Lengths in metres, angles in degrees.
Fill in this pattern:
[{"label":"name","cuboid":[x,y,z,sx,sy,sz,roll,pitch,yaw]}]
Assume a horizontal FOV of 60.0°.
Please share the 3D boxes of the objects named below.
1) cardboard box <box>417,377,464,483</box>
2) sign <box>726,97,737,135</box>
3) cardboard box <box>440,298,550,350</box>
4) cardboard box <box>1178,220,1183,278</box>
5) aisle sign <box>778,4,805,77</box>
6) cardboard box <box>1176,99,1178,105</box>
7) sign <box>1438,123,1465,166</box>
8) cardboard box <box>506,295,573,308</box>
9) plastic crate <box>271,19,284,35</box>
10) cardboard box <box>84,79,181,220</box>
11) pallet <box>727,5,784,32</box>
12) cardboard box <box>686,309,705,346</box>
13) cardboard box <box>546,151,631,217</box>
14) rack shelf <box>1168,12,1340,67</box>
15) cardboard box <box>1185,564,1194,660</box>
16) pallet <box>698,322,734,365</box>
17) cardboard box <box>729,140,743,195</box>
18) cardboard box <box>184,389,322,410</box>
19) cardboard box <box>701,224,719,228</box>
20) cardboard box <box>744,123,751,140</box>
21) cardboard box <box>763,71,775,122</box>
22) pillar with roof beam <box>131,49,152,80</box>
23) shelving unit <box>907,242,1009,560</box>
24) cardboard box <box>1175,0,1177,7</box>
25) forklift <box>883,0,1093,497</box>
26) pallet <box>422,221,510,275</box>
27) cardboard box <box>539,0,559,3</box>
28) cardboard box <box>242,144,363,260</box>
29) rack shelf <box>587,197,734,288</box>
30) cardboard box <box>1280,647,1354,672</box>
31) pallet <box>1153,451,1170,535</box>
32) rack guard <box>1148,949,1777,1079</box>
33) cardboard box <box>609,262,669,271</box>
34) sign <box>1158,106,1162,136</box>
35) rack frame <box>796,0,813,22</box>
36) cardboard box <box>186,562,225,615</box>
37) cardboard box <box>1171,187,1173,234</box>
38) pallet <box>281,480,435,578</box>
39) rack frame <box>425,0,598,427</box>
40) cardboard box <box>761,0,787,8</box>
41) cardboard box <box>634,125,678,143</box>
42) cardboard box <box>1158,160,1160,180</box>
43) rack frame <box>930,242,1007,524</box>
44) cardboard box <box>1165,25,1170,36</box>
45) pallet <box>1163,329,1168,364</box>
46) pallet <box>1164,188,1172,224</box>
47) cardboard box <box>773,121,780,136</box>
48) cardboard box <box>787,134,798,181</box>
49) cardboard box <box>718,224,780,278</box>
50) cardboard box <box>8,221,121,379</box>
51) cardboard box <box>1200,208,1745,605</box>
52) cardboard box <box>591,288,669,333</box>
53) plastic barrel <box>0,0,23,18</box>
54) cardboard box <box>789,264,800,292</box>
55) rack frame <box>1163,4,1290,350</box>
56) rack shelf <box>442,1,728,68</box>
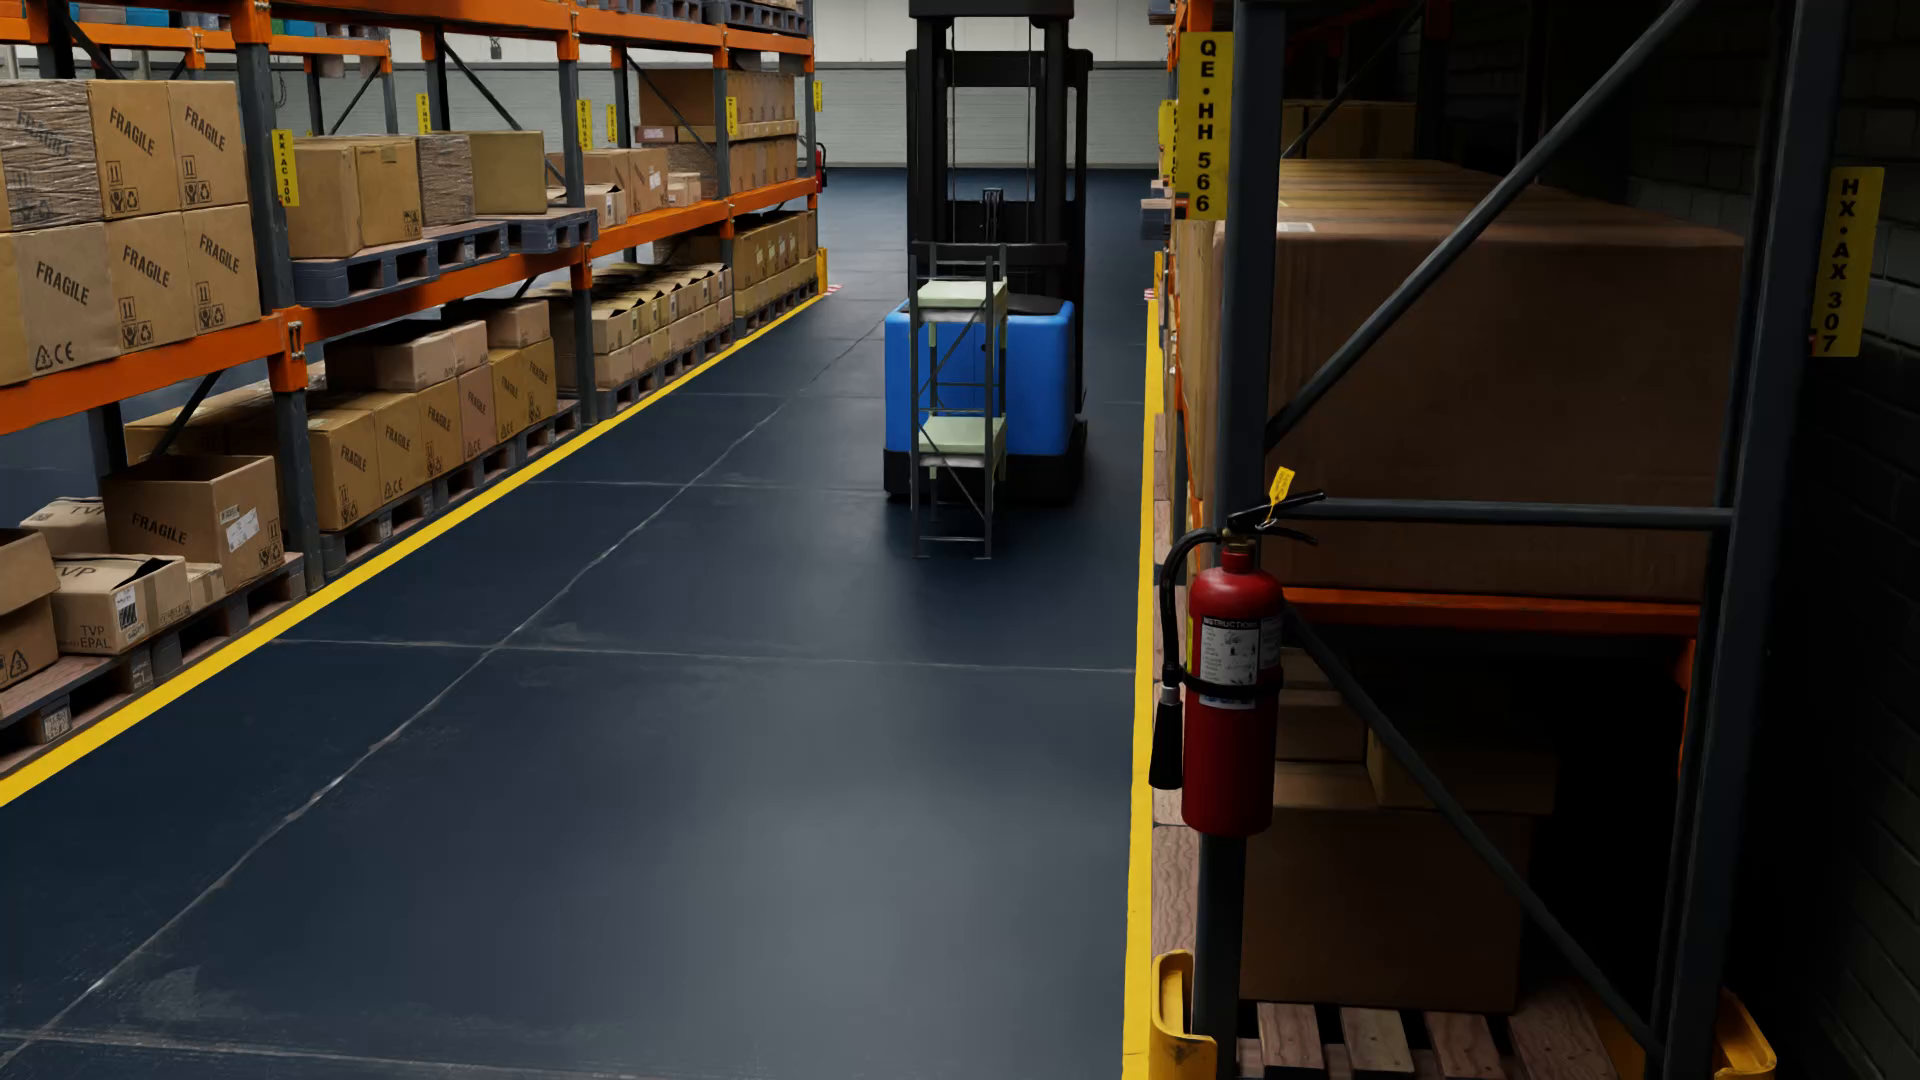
[{"label":"cardboard box","cuboid":[-3.086,-0.616,9.141,0.500,0.500,0.500,2,15,7]},{"label":"sign","cuboid":[-2.053,-3.807,14.926,0.100,0.325,0.005,2,15,6]},{"label":"cardboard box","cuboid":[-2.919,-1.365,10.474,0.500,0.250,0.500,2,15,8]},{"label":"cardboard box","cuboid":[1.228,-1.408,7.323,0.500,0.500,0.500,1,15,5]},{"label":"aisle sign","cuboid":[-1.843,-5.600,18.645,0.394,0.787,0.004,2,15,6]},{"label":"cardboard box","cuboid":[1.511,-2.431,9.669,0.500,0.250,0.500,1,15,5]},{"label":"sign","cuboid":[1.978,-1.520,6.725,0.100,0.325,0.005,2,15,6]},{"label":"cardboard box","cuboid":[-3.178,-1.686,12.540,0.500,0.311,0.500,1,15,5]},{"label":"plastic crate","cuboid":[-7.066,-5.193,16.780,0.336,0.188,0.450,2,15,6]},{"label":"cardboard box","cuboid":[-3.351,-1.484,6.295,0.500,0.500,0.500,1,15,5]},{"label":"pallet","cuboid":[-2.383,-5.242,16.725,1.003,0.211,1.213,2,15,6]},{"label":"cardboard box","cuboid":[-2.468,-1.795,14.016,0.500,0.250,0.500,2,15,8]},{"label":"cardboard box","cuboid":[-2.871,-2.746,12.878,0.500,0.500,0.500,1,15,3]},{"label":"rack shelf","cuboid":[2.104,-3.736,12.365,1.077,0.370,4.000,2,15,6]},{"label":"cardboard box","cuboid":[1.180,0.246,5.991,0.700,0.500,0.500,2,15,6]},{"label":"pallet","cuboid":[-2.638,-1.761,14.770,1.003,0.211,1.213,2,15,6]},{"label":"cardboard box","cuboid":[-2.496,-3.600,16.037,0.700,0.500,0.500,2,15,6]},{"label":"cardboard box","cuboid":[-3.661,-0.495,8.690,0.500,0.500,0.500,2,15,6]},{"label":"cardboard box","cuboid":[-2.637,-2.923,16.750,0.500,0.500,0.500,2,15,6]},{"label":"cardboard box","cuboid":[-2.256,-3.990,16.236,0.380,0.149,0.250,1,15,4]},{"label":"cardboard box","cuboid":[-2.323,-4.609,17.285,0.700,0.500,0.500,2,15,6]},{"label":"pillar with roof beam","cuboid":[-20.075,-15.463,48.606,9.100,9.000,0.400,2,15,6]},{"label":"shelving unit","cuboid":[0.001,-0.726,8.473,0.431,1.500,0.755,2,15,6]},{"label":"cardboard box","cuboid":[1.691,-3.726,11.082,0.500,0.311,0.500,2,15,6]},{"label":"forklift","cuboid":[0.249,-1.987,10.396,1.130,2.935,3.031,2,15,6]},{"label":"pallet","cuboid":[-3.259,-1.665,9.440,1.003,0.211,1.213,2,15,6]},{"label":"cardboard box","cuboid":[-3.060,-3.644,10.454,0.910,0.500,0.500,2,15,6]},{"label":"cardboard box","cuboid":[-3.220,-1.592,7.806,0.700,0.500,0.500,-3,16,-13]},{"label":"rack shelf","cuboid":[-2.819,-2.433,13.293,1.077,0.370,4.000,2,15,6]},{"label":"cardboard box","cuboid":[0.816,0.359,4.328,0.380,0.149,0.250,2,15,8]},{"label":"pallet","cuboid":[1.574,-0.253,9.193,1.003,0.211,1.213,2,15,6]},{"label":"rack guard","cuboid":[0.972,1.171,3.374,1.175,0.500,0.348,2,15,6]},{"label":"cardboard box","cuboid":[-2.887,-2.346,14.979,0.500,0.311,0.500,2,15,6]},{"label":"sign","cuboid":[2.241,-4.626,18.364,0.100,0.325,0.005,2,15,6]},{"label":"rack frame","cuboid":[-2.142,-7.233,18.171,1.000,3.000,0.127,2,15,6]},{"label":"cardboard box","cuboid":[-3.261,0.195,6.815,0.380,0.149,0.250,2,15,6]},{"label":"cardboard box","cuboid":[1.500,-2.064,9.750,0.500,0.500,0.500,2,15,8]},{"label":"pallet","cuboid":[-3.442,-0.090,8.592,1.003,0.211,1.213,2,15,6]},{"label":"rack frame","cuboid":[-3.045,-2.262,11.280,1.000,3.000,0.127,2,15,6]},{"label":"cardboard box","cuboid":[-2.073,-5.561,16.834,0.500,0.311,0.500,4,16,13]},{"label":"cardboard box","cuboid":[-2.775,-3.738,15.303,0.380,0.149,0.250,2,15,6]},{"label":"cardboard box","cuboid":[2.410,-4.012,18.001,0.500,0.250,0.500,1,15,5]},{"label":"rack frame","cuboid":[0.042,-0.821,8.824,0.400,1.500,0.023,2,15,6]},{"label":"cardboard box","cuboid":[2.398,-5.480,17.206,0.500,0.500,0.500,3,15,10]},{"label":"pallet","cuboid":[2.243,-1.606,14.198,1.003,0.211,1.213,2,15,6]},{"label":"pallet","cuboid":[2.061,-2.539,12.672,1.003,0.211,1.213,2,15,6]},{"label":"cardboard box","cuboid":[-2.112,-4.326,17.479,0.380,0.149,0.250,2,15,8]},{"label":"cardboard box","cuboid":[-2.207,-4.264,18.494,0.700,0.500,0.500,2,15,6]},{"label":"cardboard box","cuboid":[-2.117,-2.907,16.693,0.500,0.500,0.500,2,15,6]},{"label":"cardboard box","cuboid":[-3.410,-0.868,5.936,0.500,0.500,0.500,2,15,8]},{"label":"cardboard box","cuboid":[1.023,-0.319,3.522,0.980,0.700,0.700,2,15,9]},{"label":"cardboard box","cuboid":[-2.583,-1.804,12.975,0.500,0.311,0.500,1,15,5]},{"label":"plastic barrel","cuboid":[-7.584,-4.440,12.767,0.600,0.830,0.708,2,15,6]},{"label":"cardboard box","cuboid":[-2.008,-2.805,17.750,0.500,0.250,0.500,2,15,6]},{"label":"rack frame","cuboid":[2.329,-3.154,14.581,1.000,3.000,0.127,2,15,6]},{"label":"rack shelf","cuboid":[-2.819,-3.881,12.901,1.077,0.370,4.000,2,15,6]}]
